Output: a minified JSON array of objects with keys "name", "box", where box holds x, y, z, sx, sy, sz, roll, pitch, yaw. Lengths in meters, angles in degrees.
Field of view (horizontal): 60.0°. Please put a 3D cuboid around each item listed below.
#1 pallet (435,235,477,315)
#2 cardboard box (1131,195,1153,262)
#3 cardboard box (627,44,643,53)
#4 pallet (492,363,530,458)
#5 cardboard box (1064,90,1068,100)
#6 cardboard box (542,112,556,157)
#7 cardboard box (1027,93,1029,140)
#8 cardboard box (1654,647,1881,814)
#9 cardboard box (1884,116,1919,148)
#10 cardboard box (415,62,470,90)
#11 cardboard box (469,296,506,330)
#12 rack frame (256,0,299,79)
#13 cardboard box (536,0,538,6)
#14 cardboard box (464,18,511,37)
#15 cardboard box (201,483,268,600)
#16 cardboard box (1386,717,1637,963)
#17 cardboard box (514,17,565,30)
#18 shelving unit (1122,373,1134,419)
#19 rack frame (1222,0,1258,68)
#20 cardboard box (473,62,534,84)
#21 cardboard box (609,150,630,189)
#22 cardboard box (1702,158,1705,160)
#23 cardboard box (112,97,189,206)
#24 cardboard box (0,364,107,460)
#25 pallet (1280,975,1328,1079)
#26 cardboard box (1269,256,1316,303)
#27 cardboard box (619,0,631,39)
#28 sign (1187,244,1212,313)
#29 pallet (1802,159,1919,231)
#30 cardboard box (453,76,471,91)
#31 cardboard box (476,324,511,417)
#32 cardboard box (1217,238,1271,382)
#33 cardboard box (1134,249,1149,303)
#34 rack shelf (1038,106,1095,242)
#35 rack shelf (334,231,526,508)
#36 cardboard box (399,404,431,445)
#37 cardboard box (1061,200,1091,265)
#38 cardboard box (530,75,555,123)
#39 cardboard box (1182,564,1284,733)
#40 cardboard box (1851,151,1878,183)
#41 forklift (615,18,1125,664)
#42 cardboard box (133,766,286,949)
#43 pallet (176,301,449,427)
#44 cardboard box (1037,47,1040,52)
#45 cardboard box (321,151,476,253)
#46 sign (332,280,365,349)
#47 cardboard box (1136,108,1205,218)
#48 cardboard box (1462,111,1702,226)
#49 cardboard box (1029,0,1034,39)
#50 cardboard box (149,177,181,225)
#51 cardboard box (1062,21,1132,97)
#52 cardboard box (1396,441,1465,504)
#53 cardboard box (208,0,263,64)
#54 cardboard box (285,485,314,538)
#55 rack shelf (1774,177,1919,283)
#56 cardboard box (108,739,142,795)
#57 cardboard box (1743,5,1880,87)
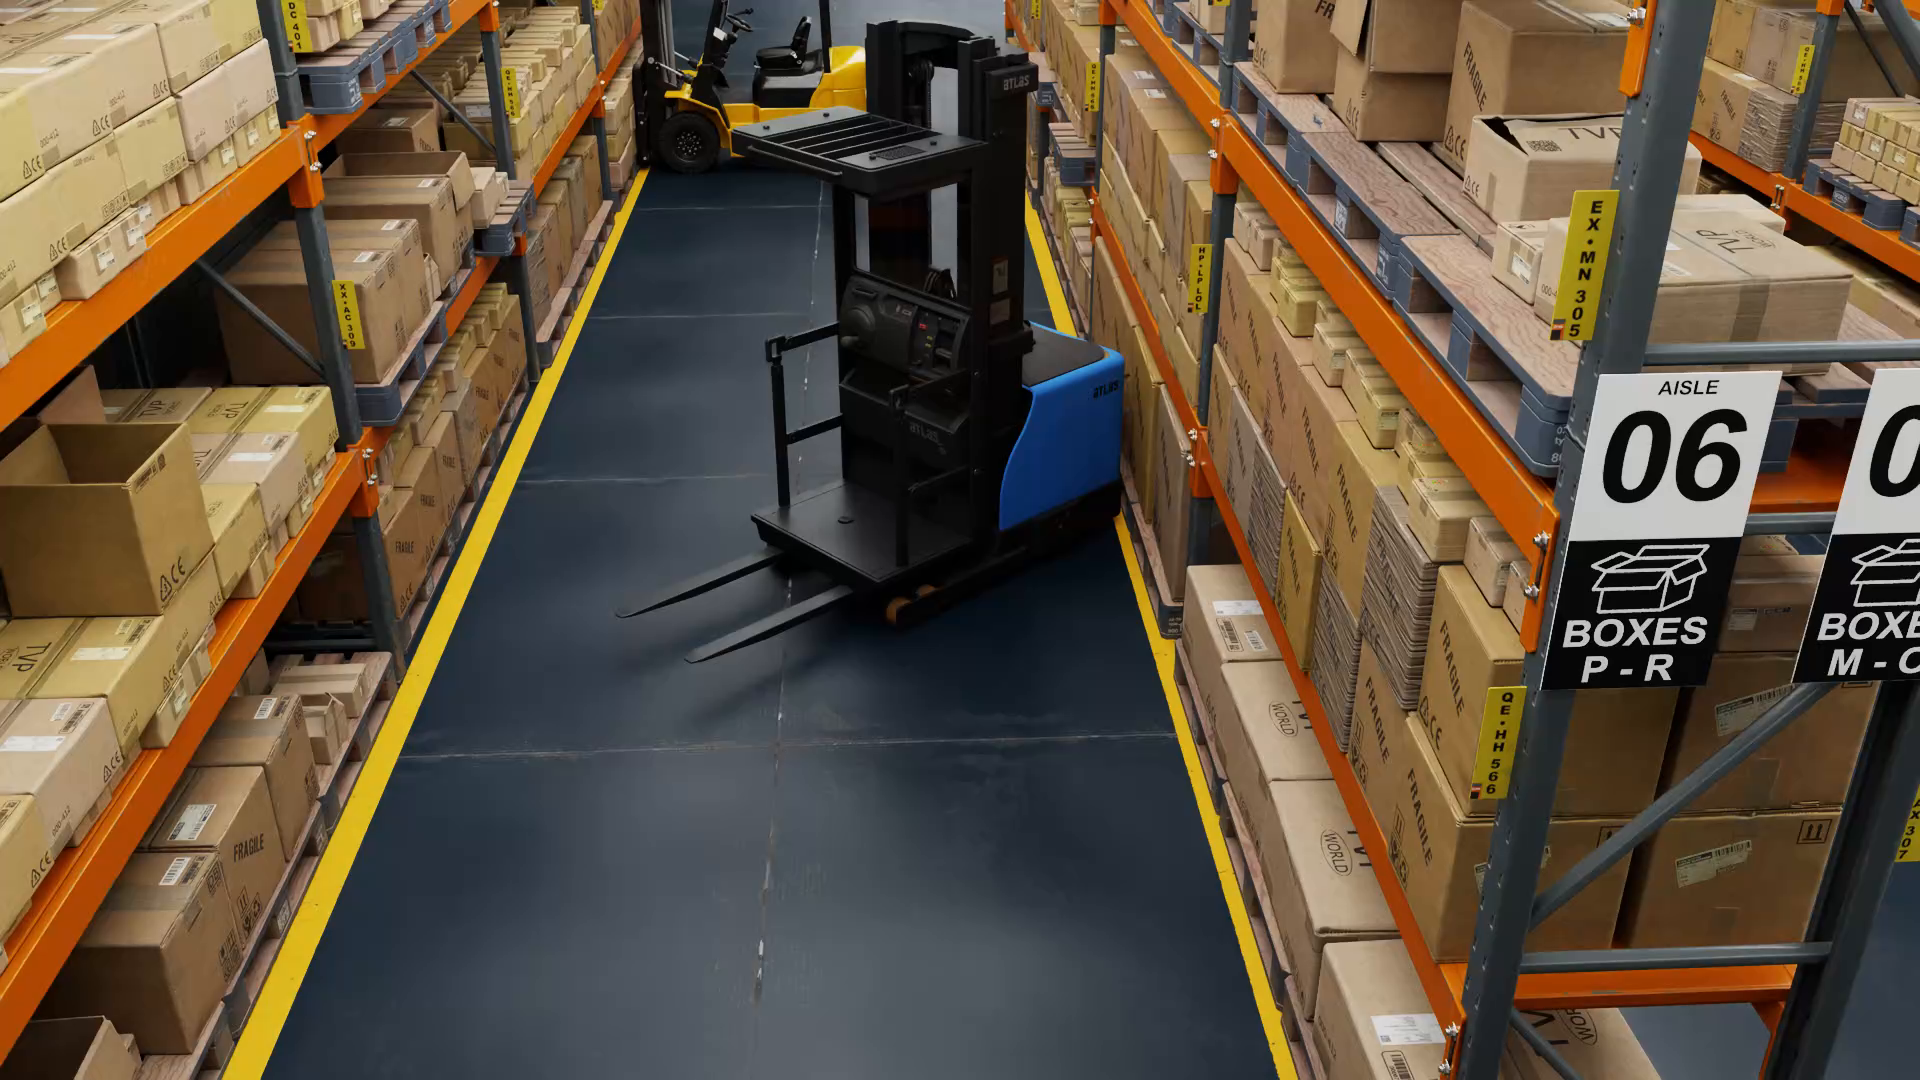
[{"name":"pallet","box":[-3.414,-1.482,9.555,1.003,0.211,1.213,-1,28,-3]},{"name":"cardboard box","box":[1.269,-1.798,9.575,0.500,0.250,0.500,-1,28,-2]},{"name":"cardboard box","box":[-3.570,-5.129,17.778,0.500,0.250,0.500,-1,28,-2]},{"name":"pallet","box":[-3.519,-0.883,11.215,1.003,0.211,1.213,-1,28,-3]},{"name":"cardboard box","box":[1.025,-3.521,13.074,0.380,0.149,0.250,-2,28,-4]},{"name":"cardboard box","box":[-3.354,-3.079,12.573,0.500,0.250,0.500,-2,28,-4]},{"name":"cardboard box","box":[0.901,-4.235,16.334,0.500,0.500,0.500,-1,28,-2]},{"name":"cardboard box","box":[2.114,0.392,4.566,0.500,0.500,0.500,-2,28,-4]},{"name":"cardboard box","box":[6.230,-2.636,10.734,0.380,0.149,0.250,-2,28,-3]},{"name":"cardboard box","box":[-3.835,-3.416,12.246,0.380,0.149,0.250,-2,28,-3]},{"name":"cardboard box","box":[-3.196,-1.483,10.898,0.380,0.149,0.250,-3,28,-5]},{"name":"rack frame","box":[-3.311,-3.278,6.303,1.000,3.000,0.127,-1,28,-3]},{"name":"cardboard box","box":[-4.050,-4.901,15.094,0.380,0.149,0.250,-2,28,-4]},{"name":"cardboard box","box":[-3.951,-4.236,13.819,0.380,0.149,0.250,-1,28,-3]},{"name":"cardboard box","box":[-2.987,0.008,6.332,0.500,0.250,0.500,-2,28,-3]},{"name":"cardboard box","box":[1.565,0.847,4.774,0.500,0.500,0.500,-1,28,-2]},{"name":"cardboard box","box":[-3.497,-4.259,13.862,0.380,0.149,0.250,-1,28,-3]},{"name":"shelving unit","box":[0.837,-0.837,10.440,0.189,0.258,1.200,-6,-2,-9]},{"name":"rack frame","box":[1.646,-3.399,6.537,1.000,3.000,0.127,-1,28,-3]},{"name":"cardboard box","box":[-3.366,-3.428,12.270,0.380,0.149,0.250,-1,28,-2]},{"name":"cardboard box","box":[-3.423,-3.511,15.757,0.500,0.250,0.500,-1,28,-2]},{"name":"cardboard box","box":[6.335,-3.059,14.349,1.050,0.750,0.750,-1,28,-3]},{"name":"cardboard box","box":[-2.983,-1.320,5.634,0.500,0.250,0.500,-1,28,-2]},{"name":"cardboard box","box":[-3.499,-0.321,6.152,0.500,0.500,0.500,-2,28,-4]},{"name":"pallet","box":[1.735,1.977,5.731,1.003,0.211,1.213,-1,28,-3]},{"name":"cardboard box","box":[1.440,-1.011,6.554,0.380,0.149,0.250,-2,28,-3]},{"name":"cardboard box","box":[-3.568,-5.275,16.511,0.500,0.500,0.500,-1,28,-2]},{"name":"sign","box":[1.104,-1.200,7.641,0.100,0.325,0.005,-1,28,-3]},{"name":"pallet","box":[6.518,-2.341,11.203,1.213,0.211,1.003,-1,28,-3]},{"name":"cardboard box","box":[-3.873,-3.288,12.433,0.500,0.250,0.500,-2,28,-3]},{"name":"cardboard box","box":[-3.268,-1.121,10.905,0.500,0.500,0.500,-2,28,-3]},{"name":"cardboard box","box":[1.429,-1.001,7.237,0.500,0.500,0.500,-1,28,-2]},{"name":"cardboard box","box":[1.306,-1.581,9.700,0.500,0.250,0.500,-1,28,-3]},{"name":"rack shelf","box":[1.332,-3.191,13.403,1.077,0.370,4.000,-1,28,-3]},{"name":"rack shelf","box":[-3.416,-1.222,9.628,1.077,0.370,4.000,-1,28,-3]},{"name":"cardboard box","box":[-3.184,-0.642,9.285,0.380,0.149,0.250,-1,28,-3]},{"name":"cardboard box","box":[1.337,-2.560,13.802,0.950,0.372,0.625,0,28,-1]},{"name":"cardboard box","box":[-3.333,-3.304,12.463,0.500,0.250,0.500,-2,28,-4]},{"name":"cardboard box","box":[1.571,0.503,7.858,0.875,0.438,0.875,-2,28,-3]},{"name":"cardboard box","box":[6.210,-2.492,11.102,0.380,0.149,0.250,0,28,0]},{"name":"forklift","box":[-0.454,-1.098,8.685,3.031,2.935,1.130,-24,36,-38]},{"name":"cardboard box","box":[-2.973,1.225,6.407,0.500,0.500,0.500,-1,28,-2]},{"name":"pallet","box":[-3.244,-0.904,8.448,1.003,0.211,1.213,-1,28,-3]},{"name":"cardboard box","box":[0.907,-4.463,15.336,0.380,0.149,0.250,-2,28,-3]},{"name":"cardboard box","box":[-3.250,-1.948,9.675,0.797,0.503,0.637,-2,28,-4]},{"name":"sign","box":[-2.770,-1.018,7.522,0.100,0.325,0.005,-1,28,-3]},{"name":"cardboard box","box":[1.288,-2.139,9.419,0.500,0.500,0.500,-1,28,-2]},{"name":"cardboard box","box":[1.826,-1.106,4.917,0.500,0.311,0.500,-1,28,-2]},{"name":"cardboard box","box":[0.923,-5.047,15.753,0.500,0.500,0.500,0,28,-1]},{"name":"cardboard box","box":[-2.989,-1.202,5.840,0.380,0.149,0.250,0,28,-1]},{"name":"cardboard box","box":[1.070,-3.624,12.570,0.500,0.500,0.500,-3,28,-6]},{"name":"cardboard box","box":[1.529,-0.179,4.960,0.380,0.149,0.250,-1,28,-1]},{"name":"cardboard box","box":[-3.044,-2.008,6.412,0.500,0.250,0.500,-1,28,-3]},{"name":"cardboard box","box":[-2.969,-0.126,7.020,0.380,0.149,0.250,-1,28,-1]},{"name":"rack shelf","box":[6.479,-1.510,10.180,1.077,0.370,4.000,-1,28,-3]},{"name":"cardboard box","box":[-2.925,0.705,5.427,0.380,0.149,0.250,-1,28,-2]},{"name":"cardboard box","box":[6.334,-3.681,12.376,0.700,0.500,0.500,-2,28,-3]}]
